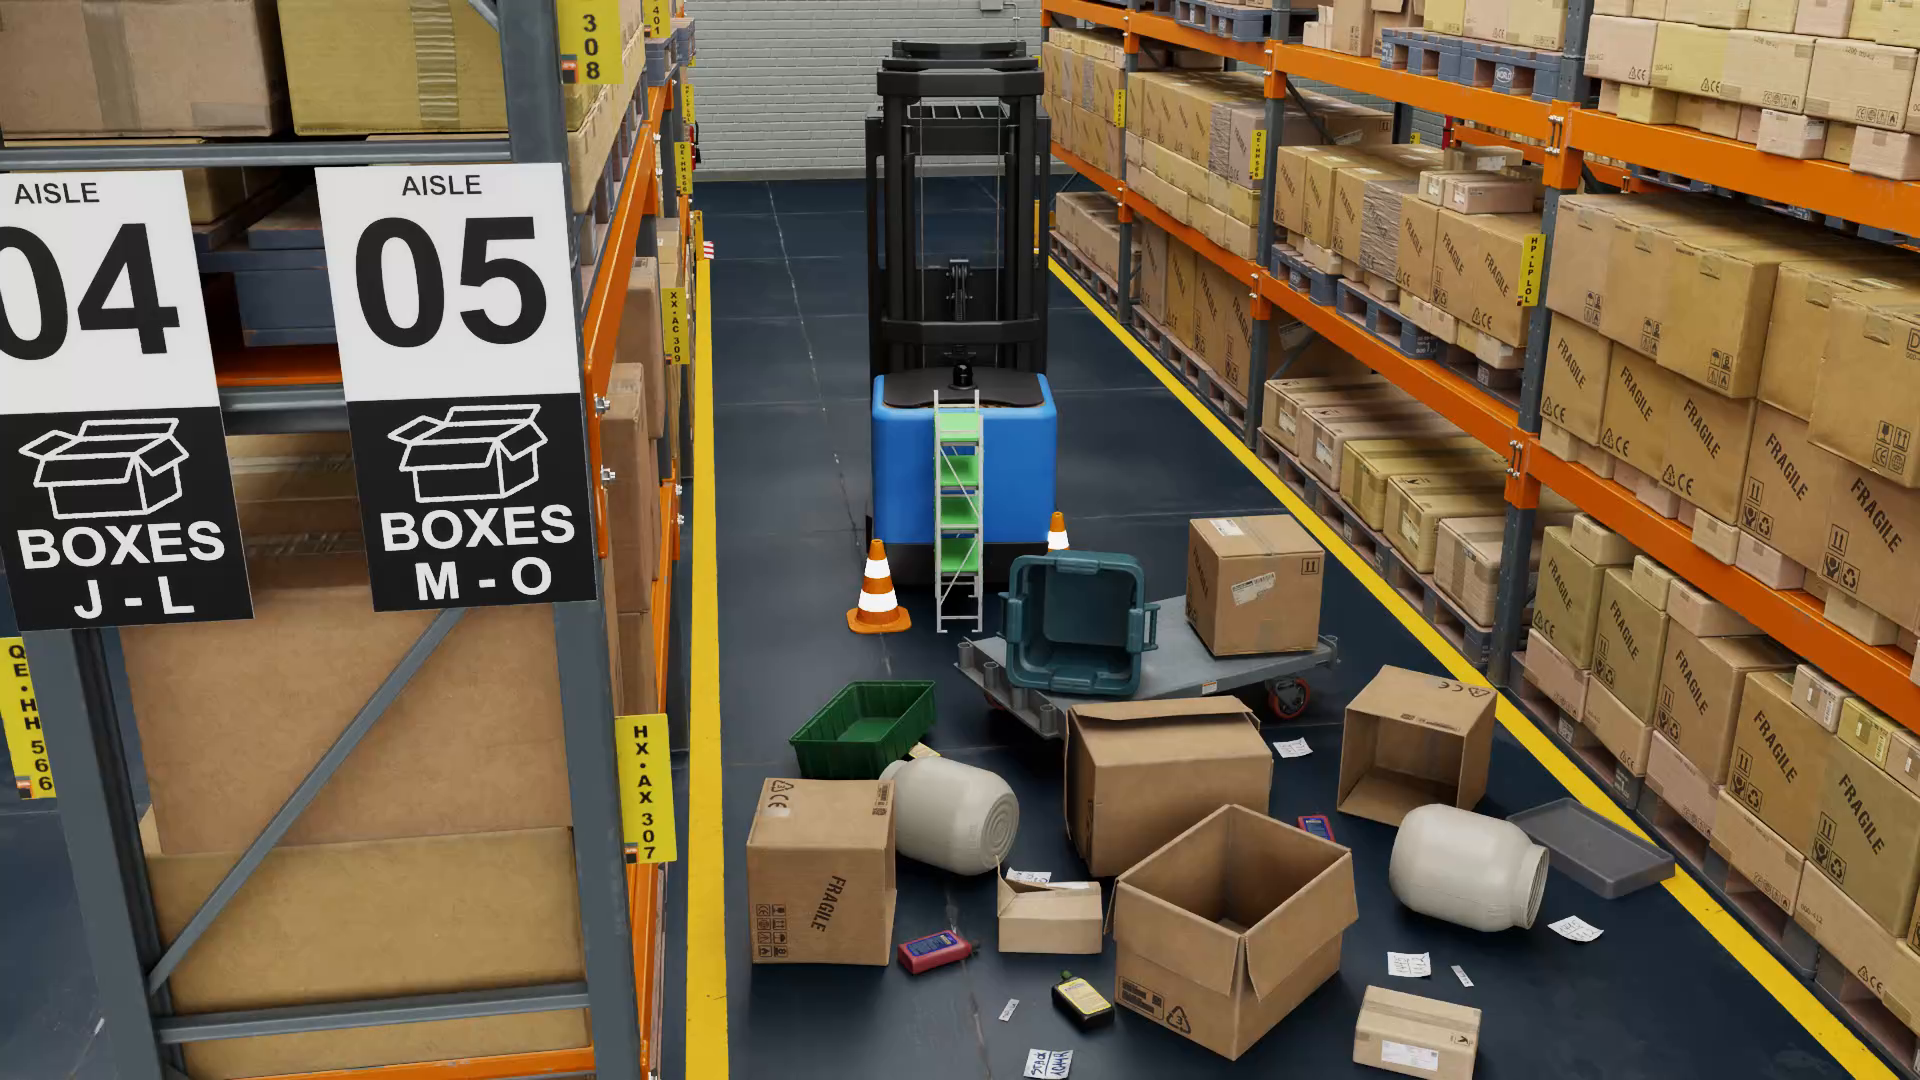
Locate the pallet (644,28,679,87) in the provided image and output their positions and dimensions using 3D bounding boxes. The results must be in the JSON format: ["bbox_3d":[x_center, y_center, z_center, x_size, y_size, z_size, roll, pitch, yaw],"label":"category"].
[{"bbox_3d":[-2.010,-2.520,8.658,1.003,0.211,1.213,-2,21,-5],"label":"pallet"}]

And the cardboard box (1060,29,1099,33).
[{"bbox_3d":[1.297,-5.460,18.049,0.380,0.149,0.250,-2,21,-6],"label":"cardboard box"}]

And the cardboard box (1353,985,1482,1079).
[{"bbox_3d":[1.530,1.659,5.563,0.380,0.149,0.250,8,22,20],"label":"cardboard box"}]

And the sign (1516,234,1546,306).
[{"bbox_3d":[2.593,-1.223,7.549,0.100,0.325,0.005,-3,21,-8],"label":"sign"}]

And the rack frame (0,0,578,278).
[{"bbox_3d":[-1.166,-1.851,2.311,1.000,3.000,0.127,-3,21,-8],"label":"rack frame"}]

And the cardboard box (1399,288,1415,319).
[{"bbox_3d":[2.661,-1.307,9.188,0.380,0.149,0.250,-3,21,-8],"label":"cardboard box"}]

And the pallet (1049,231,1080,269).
[{"bbox_3d":[1.604,-3.286,18.712,1.003,0.211,1.213,-3,21,-8],"label":"pallet"}]

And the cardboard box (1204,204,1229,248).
[{"bbox_3d":[2.146,-2.363,12.470,0.500,0.250,0.500,-3,21,-7],"label":"cardboard box"}]

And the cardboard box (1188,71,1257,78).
[{"bbox_3d":[2.301,-3.853,14.674,0.500,0.500,0.500,-2,21,-6],"label":"cardboard box"}]

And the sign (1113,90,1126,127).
[{"bbox_3d":[1.439,-3.894,15.005,0.100,0.325,0.005,-3,21,-8],"label":"sign"}]

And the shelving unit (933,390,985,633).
[{"bbox_3d":[-0.011,-0.156,8.919,0.258,1.200,0.503,-1,20,-2],"label":"shelving unit"}]

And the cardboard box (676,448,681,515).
[{"bbox_3d":[-2.191,-0.435,9.710,1.050,0.750,0.750,-3,21,-7],"label":"cardboard box"}]

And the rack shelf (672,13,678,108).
[{"bbox_3d":[-2.607,-3.571,12.231,1.077,0.370,4.000,-3,21,-8],"label":"rack shelf"}]

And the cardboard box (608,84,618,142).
[{"bbox_3d":[-1.044,-1.056,4.086,0.380,0.149,0.250,-3,21,-8],"label":"cardboard box"}]

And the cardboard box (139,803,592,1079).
[{"bbox_3d":[-1.264,0.763,3.672,0.875,0.550,0.550,-3,21,-8],"label":"cardboard box"}]

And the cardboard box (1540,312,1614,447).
[{"bbox_3d":[2.929,-0.730,7.315,0.500,0.500,0.500,-3,21,-8],"label":"cardboard box"}]

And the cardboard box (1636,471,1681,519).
[{"bbox_3d":[3.027,-0.205,6.836,0.380,0.149,0.250,-2,21,-6],"label":"cardboard box"}]

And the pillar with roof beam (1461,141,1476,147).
[{"bbox_3d":[2.566,-8.689,20.618,9.100,9.000,0.400,-3,21,-8],"label":"pillar with roof beam"}]

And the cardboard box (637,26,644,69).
[{"bbox_3d":[-1.337,-1.759,5.968,0.380,0.149,0.250,-3,21,-7],"label":"cardboard box"}]

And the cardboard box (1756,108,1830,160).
[{"bbox_3d":[3.043,-1.427,5.820,0.380,0.149,0.250,-3,21,-9],"label":"cardboard box"}]

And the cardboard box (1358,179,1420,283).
[{"bbox_3d":[2.630,-1.773,9.509,0.500,0.500,0.500,-4,21,-10],"label":"cardboard box"}]

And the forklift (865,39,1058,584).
[{"bbox_3d":[-0.020,-1.591,10.287,1.130,2.935,3.031,-1,20,-2],"label":"forklift"}]

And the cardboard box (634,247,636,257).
[{"bbox_3d":[-1.969,-1.465,8.280,0.700,0.500,0.500,-3,21,-7],"label":"cardboard box"}]

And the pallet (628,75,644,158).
[{"bbox_3d":[-1.635,-1.505,5.799,1.003,0.211,1.213,-3,21,-8],"label":"pallet"}]

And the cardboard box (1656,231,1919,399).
[{"bbox_3d":[3.088,-0.848,6.203,0.700,0.500,0.500,-3,21,-9],"label":"cardboard box"}]

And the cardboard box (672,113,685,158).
[{"bbox_3d":[-2.718,-3.566,14.908,0.500,0.500,0.500,-3,21,-9],"label":"cardboard box"}]

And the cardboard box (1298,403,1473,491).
[{"bbox_3d":[2.751,-0.610,10.717,0.950,0.372,0.625,-3,21,-9],"label":"cardboard box"}]

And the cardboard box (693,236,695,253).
[{"bbox_3d":[-3.053,-3.186,17.933,0.380,0.149,0.250,-2,21,-6],"label":"cardboard box"}]

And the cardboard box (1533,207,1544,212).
[{"bbox_3d":[3.285,-1.443,8.625,0.500,0.500,0.500,-3,21,-8],"label":"cardboard box"}]

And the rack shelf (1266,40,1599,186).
[{"bbox_3d":[2.853,-2.471,9.285,1.077,0.370,4.000,-3,21,-8],"label":"rack shelf"}]

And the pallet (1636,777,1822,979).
[{"bbox_3d":[3.452,1.250,6.567,1.003,0.211,1.213,-3,21,-8],"label":"pallet"}]

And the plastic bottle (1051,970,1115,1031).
[{"bbox_3d":[0.412,1.607,5.826,0.133,0.061,0.283,-11,23,-26],"label":"plastic bottle"}]

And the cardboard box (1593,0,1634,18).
[{"bbox_3d":[2.864,-2.246,6.874,0.380,0.149,0.250,-3,21,-9],"label":"cardboard box"}]

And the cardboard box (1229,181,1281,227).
[{"bbox_3d":[2.243,-2.414,11.892,0.500,0.250,0.500,-3,21,-8],"label":"cardboard box"}]

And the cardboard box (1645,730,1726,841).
[{"bbox_3d":[3.126,0.967,6.670,0.500,0.250,0.500,-3,21,-8],"label":"cardboard box"}]

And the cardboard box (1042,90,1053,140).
[{"bbox_3d":[1.197,-4.731,18.453,0.500,0.500,0.500,-3,21,-8],"label":"cardboard box"}]

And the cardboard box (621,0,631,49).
[{"bbox_3d":[-1.275,-1.638,5.072,0.500,0.250,0.500,-3,21,-8],"label":"cardboard box"}]

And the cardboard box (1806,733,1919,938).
[{"bbox_3d":[3.266,0.970,5.590,0.500,0.500,0.500,-2,21,-6],"label":"cardboard box"}]

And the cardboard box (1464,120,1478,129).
[{"bbox_3d":[6.099,-4.871,19.330,0.380,0.149,0.250,-3,21,-8],"label":"cardboard box"}]

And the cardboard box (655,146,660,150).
[{"bbox_3d":[-2.417,-2.879,12.547,0.380,0.149,0.250,-3,21,-9],"label":"cardboard box"}]

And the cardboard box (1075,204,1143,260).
[{"bbox_3d":[1.746,-3.321,17.884,0.875,0.438,0.875,-2,21,-6],"label":"cardboard box"}]

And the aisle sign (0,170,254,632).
[{"bbox_3d":[-1.453,-0.219,2.799,0.394,0.787,0.004,-3,21,-8],"label":"aisle sign"}]

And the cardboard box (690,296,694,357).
[{"bbox_3d":[-2.466,-1.800,13.720,0.500,0.500,0.500,-3,21,-9],"label":"cardboard box"}]

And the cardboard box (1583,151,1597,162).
[{"bbox_3d":[6.483,-3.889,16.702,0.380,0.149,0.250,-2,21,-6],"label":"cardboard box"}]

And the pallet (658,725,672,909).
[{"bbox_3d":[-1.710,1.148,6.841,1.003,0.211,1.213,-3,21,-8],"label":"pallet"}]

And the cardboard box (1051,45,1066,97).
[{"bbox_3d":[1.280,-5.021,17.801,0.500,0.500,0.500,-3,21,-9],"label":"cardboard box"}]

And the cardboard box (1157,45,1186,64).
[{"bbox_3d":[2.068,-4.596,15.735,0.380,0.149,0.250,-3,21,-8],"label":"cardboard box"}]

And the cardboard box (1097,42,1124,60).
[{"bbox_3d":[1.546,-4.745,16.134,0.380,0.149,0.250,-3,21,-8],"label":"cardboard box"}]

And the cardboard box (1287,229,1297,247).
[{"bbox_3d":[2.428,-2.052,11.182,0.380,0.149,0.250,-4,21,-11],"label":"cardboard box"}]

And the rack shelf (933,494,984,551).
[{"bbox_3d":[-0.011,-0.096,8.941,0.258,0.148,0.480,-1,20,-2],"label":"rack shelf"}]

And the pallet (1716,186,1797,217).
[{"bbox_3d":[7.191,-2.930,14.048,1.003,0.211,1.213,-3,21,-8],"label":"pallet"}]

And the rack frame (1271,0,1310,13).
[{"bbox_3d":[2.565,-4.905,10.489,1.000,3.000,0.127,-3,21,-8],"label":"rack frame"}]

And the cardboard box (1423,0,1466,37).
[{"bbox_3d":[2.773,-2.789,8.723,0.500,0.250,0.500,-3,21,-7],"label":"cardboard box"}]
